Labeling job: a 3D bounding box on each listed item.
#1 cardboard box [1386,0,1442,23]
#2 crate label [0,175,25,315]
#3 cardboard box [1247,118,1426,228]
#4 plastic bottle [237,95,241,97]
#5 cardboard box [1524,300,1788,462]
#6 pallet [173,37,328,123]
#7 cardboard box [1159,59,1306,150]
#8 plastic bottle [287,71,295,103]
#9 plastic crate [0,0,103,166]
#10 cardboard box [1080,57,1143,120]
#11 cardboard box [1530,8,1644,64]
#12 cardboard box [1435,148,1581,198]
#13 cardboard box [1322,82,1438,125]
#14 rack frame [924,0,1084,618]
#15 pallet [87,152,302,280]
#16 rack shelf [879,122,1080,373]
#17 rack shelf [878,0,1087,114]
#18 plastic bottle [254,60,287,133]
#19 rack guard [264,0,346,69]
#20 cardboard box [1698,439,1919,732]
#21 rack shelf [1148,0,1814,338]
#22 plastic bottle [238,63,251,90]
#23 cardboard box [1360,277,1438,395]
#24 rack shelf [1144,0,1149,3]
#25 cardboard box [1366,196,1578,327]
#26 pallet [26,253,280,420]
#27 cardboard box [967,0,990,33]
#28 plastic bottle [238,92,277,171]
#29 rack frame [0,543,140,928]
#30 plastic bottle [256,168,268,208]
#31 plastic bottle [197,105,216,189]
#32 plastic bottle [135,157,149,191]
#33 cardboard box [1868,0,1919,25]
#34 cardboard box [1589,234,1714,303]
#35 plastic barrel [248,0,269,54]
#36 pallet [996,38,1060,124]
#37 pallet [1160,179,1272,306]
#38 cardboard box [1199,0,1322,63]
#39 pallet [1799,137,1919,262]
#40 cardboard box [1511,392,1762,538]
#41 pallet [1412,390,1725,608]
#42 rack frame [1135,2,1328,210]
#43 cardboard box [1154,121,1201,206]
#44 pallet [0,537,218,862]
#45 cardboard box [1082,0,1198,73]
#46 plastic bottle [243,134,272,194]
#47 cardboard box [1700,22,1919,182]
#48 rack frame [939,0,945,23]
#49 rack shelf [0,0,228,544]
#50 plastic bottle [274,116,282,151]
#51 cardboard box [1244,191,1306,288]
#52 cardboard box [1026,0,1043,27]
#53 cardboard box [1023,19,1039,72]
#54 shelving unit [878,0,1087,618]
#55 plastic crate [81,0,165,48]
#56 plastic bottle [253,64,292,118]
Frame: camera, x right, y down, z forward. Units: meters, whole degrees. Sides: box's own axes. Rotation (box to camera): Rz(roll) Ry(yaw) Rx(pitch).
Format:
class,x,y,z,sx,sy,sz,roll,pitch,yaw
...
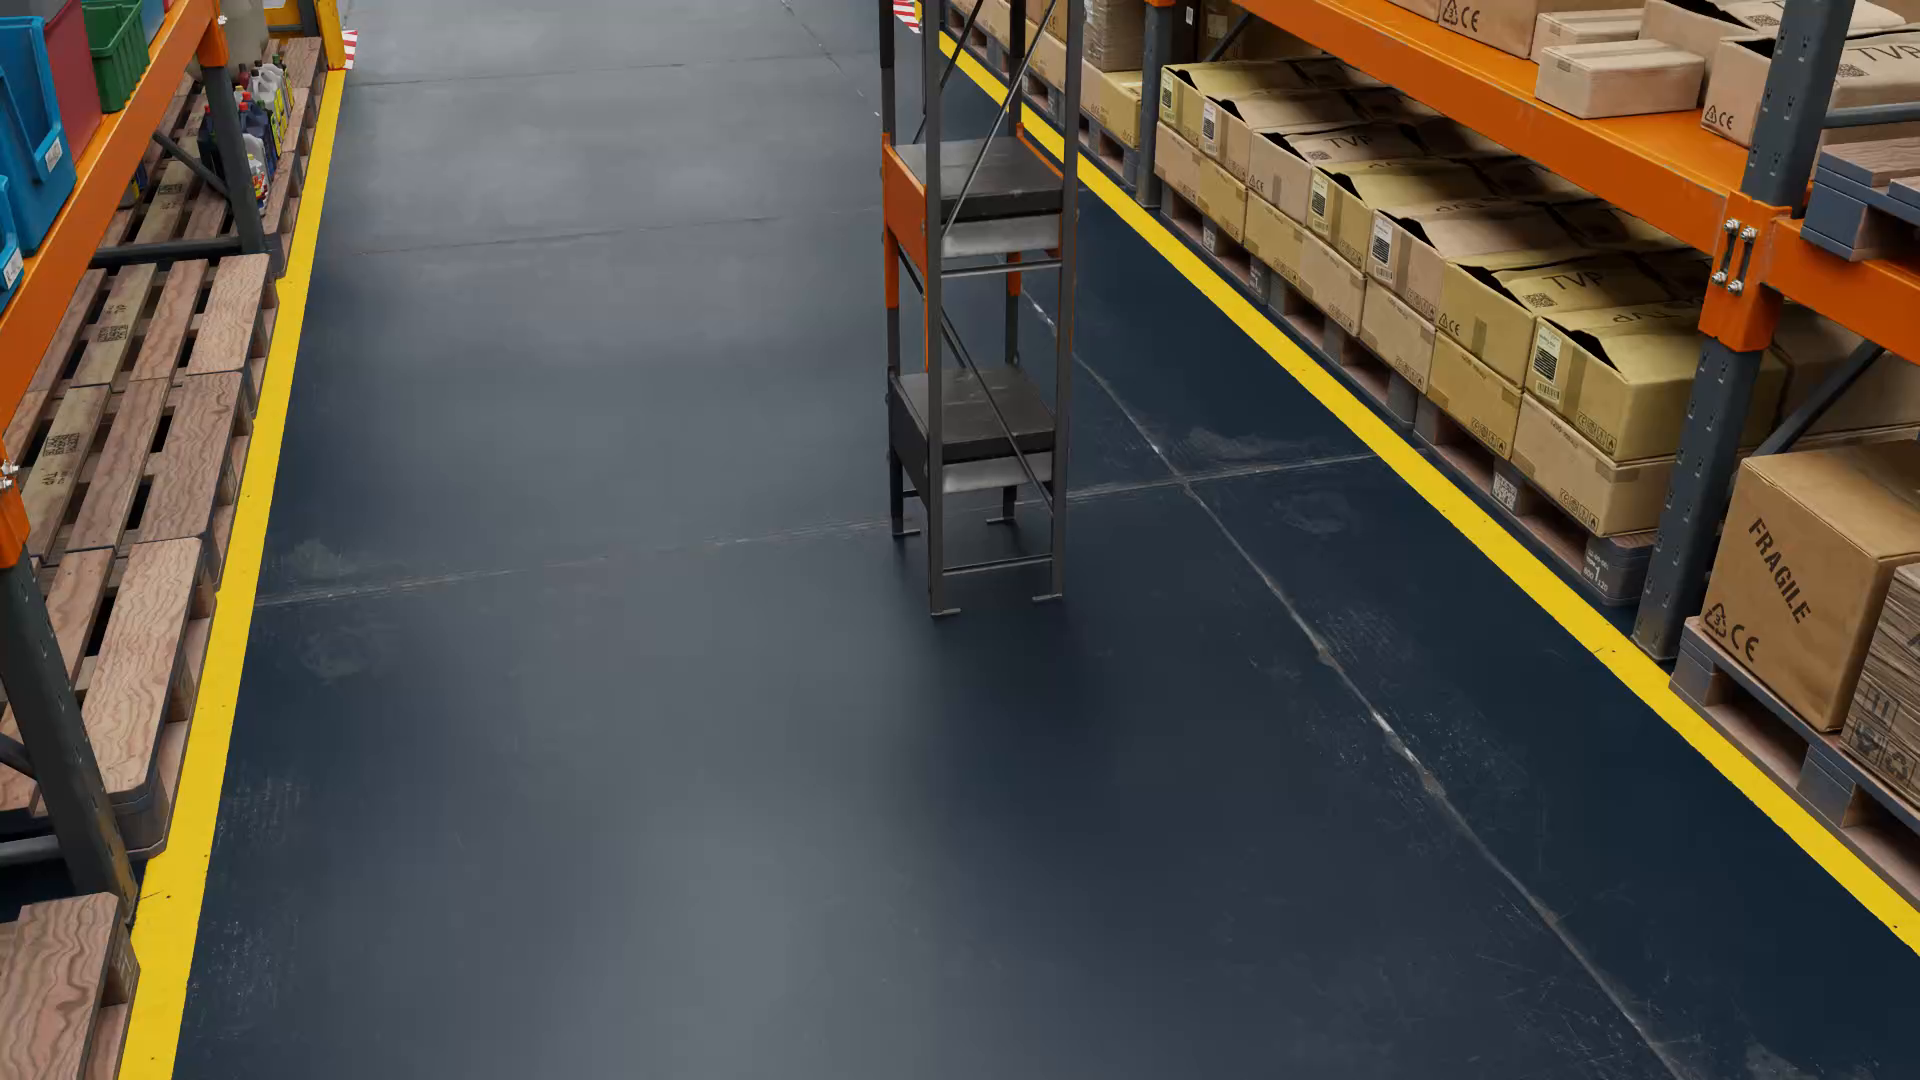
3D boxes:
class,x,y,z,sx,sy,sz,roll,pitch,yaw
cardboard box,1.812,-2.153,5.875,0.500,0.500,0.500,-8,31,-13
crate label,-2.115,-0.571,3.410,0.303,0.233,0.416,-8,31,-13
cardboard box,1.487,-1.489,6.593,0.500,0.311,0.500,-9,31,-15
plastic bottle,-3.557,-2.096,8.231,0.097,0.201,0.097,0,30,0
cardboard box,2.036,-0.502,4.889,0.500,0.311,0.500,-7,31,-12
pallet,-4.212,-2.624,9.572,1.003,0.211,1.213,-8,31,-13
cardboard box,1.220,-1.981,7.444,0.500,0.311,0.500,-8,31,-13
plastic bottle,-3.578,-2.405,8.765,0.097,0.201,0.097,0,30,0
plastic crate,-2.498,-1.239,4.333,0.402,0.464,0.583,-8,31,-13
cardboard box,0.894,-2.409,8.742,0.500,0.250,0.500,-8,31,-13
cardboard box,2.020,-1.547,5.179,0.380,0.149,0.250,-6,31,-10
cardboard box,2.139,-1.321,6.304,0.500,0.311,0.500,-8,31,-14
cardboard box,1.879,-1.806,7.141,0.500,0.311,0.500,-7,31,-12
rack frame,0.109,-0.711,4.382,0.400,2.100,0.015,-8,31,-13
pallet,-3.564,-1.445,7.536,1.003,0.211,1.213,-8,31,-13
rack shelf,0.044,-0.817,4.593,0.431,0.518,0.480,-8,31,-13
rack shelf,0.044,-1.423,4.242,0.431,0.518,0.480,-8,31,-13
plastic bottle,-3.452,-2.198,8.258,0.144,0.351,0.185,-7,31,-11
rack guard,-4.422,-3.142,10.179,1.175,0.500,0.348,-8,31,-13
cardboard box,2.258,0.102,4.135,0.500,0.500,0.500,-7,31,-11
rack shelf,1.882,-1.702,5.914,1.077,0.370,4.000,-8,31,-13
plastic bottle,-3.640,-2.300,8.503,0.061,0.283,0.133,-8,31,-13
cardboard box,1.767,-0.752,5.881,0.500,0.250,0.500,-7,31,-12
rack shelf,0.820,-3.634,9.252,1.077,0.370,4.000,-8,31,-13
cardboard box,1.760,-0.996,5.743,0.500,0.311,0.500,-8,31,-14
pallet,-3.180,-0.741,6.320,1.003,0.211,1.213,-8,31,-13
cardboard box,0.353,-3.373,10.409,0.500,0.250,0.500,-8,31,-13
plastic bottle,-3.290,-1.902,7.748,0.144,0.351,0.185,-9,31,-15
rack frame,-2.364,-0.390,2.930,1.000,3.000,0.127,-8,31,-13
plastic bottle,-3.115,-1.563,7.310,0.097,0.201,0.097,0,30,0
plastic bottle,-3.379,-1.792,7.557,0.144,0.351,0.185,-8,31,-13
plastic bottle,-3.790,-1.731,7.526,0.152,0.276,0.135,-8,31,-13
cardboard box,5.812,-3.244,9.917,0.500,0.500,0.500,-10,32,-17
cardboard box,2.409,-0.826,5.449,0.500,0.311,0.500,-9,31,-15
plastic barrel,-4.239,-3.052,9.592,0.421,0.512,0.421,0,30,0
pallet,0.853,-2.752,9.794,1.003,0.211,1.213,-8,31,-13
pallet,1.584,-1.422,7.495,1.003,0.211,1.213,-8,31,-13
cardboard box,1.529,-2.561,8.257,0.500,0.500,0.500,-8,31,-13
pallet,2.660,-0.646,3.563,1.213,0.211,1.003,-8,31,-13
cardboard box,2.038,-0.261,5.031,0.500,0.250,0.500,-7,31,-12
pallet,2.231,-0.243,5.459,1.003,0.211,1.213,-8,31,-13
rack frame,1.351,-2.979,7.403,1.000,3.000,0.127,-8,31,-13
cardboard box,1.219,-1.743,7.593,0.500,0.250,0.500,-9,31,-14
pallet,-2.533,0.437,4.284,1.003,0.211,1.213,-8,31,-13
cardboard box,0.895,-2.733,8.555,0.500,0.500,0.500,-8,31,-13
plastic bottle,-3.200,-1.699,7.470,0.152,0.276,0.135,-7,31,-11
cardboard box,2.358,-1.190,4.401,0.500,0.311,0.500,-6,31,-10
rack frame,0.289,-4.911,10.740,1.000,3.000,0.127,-8,31,-13
rack shelf,-2.895,-1.045,4.779,1.077,0.370,4.000,-8,31,-13
plastic bottle,-3.343,-1.978,8.027,0.097,0.201,0.097,0,30,0
cardboard box,1.493,-1.246,6.734,0.500,0.250,0.500,-9,31,-15
cardboard box,0.612,-3.214,9.385,0.500,0.500,0.500,-8,31,-13
cardboard box,0.613,-2.889,9.573,0.500,0.250,0.500,-8,31,-13
shelving unit,0.044,-0.829,4.586,0.431,2.100,0.503,-8,31,-13
plastic crate,-2.833,-1.824,5.423,0.392,0.384,0.575,-8,31,-13
plastic bottle,-3.537,-2.312,8.529,0.152,0.276,0.135,-8,31,-13
